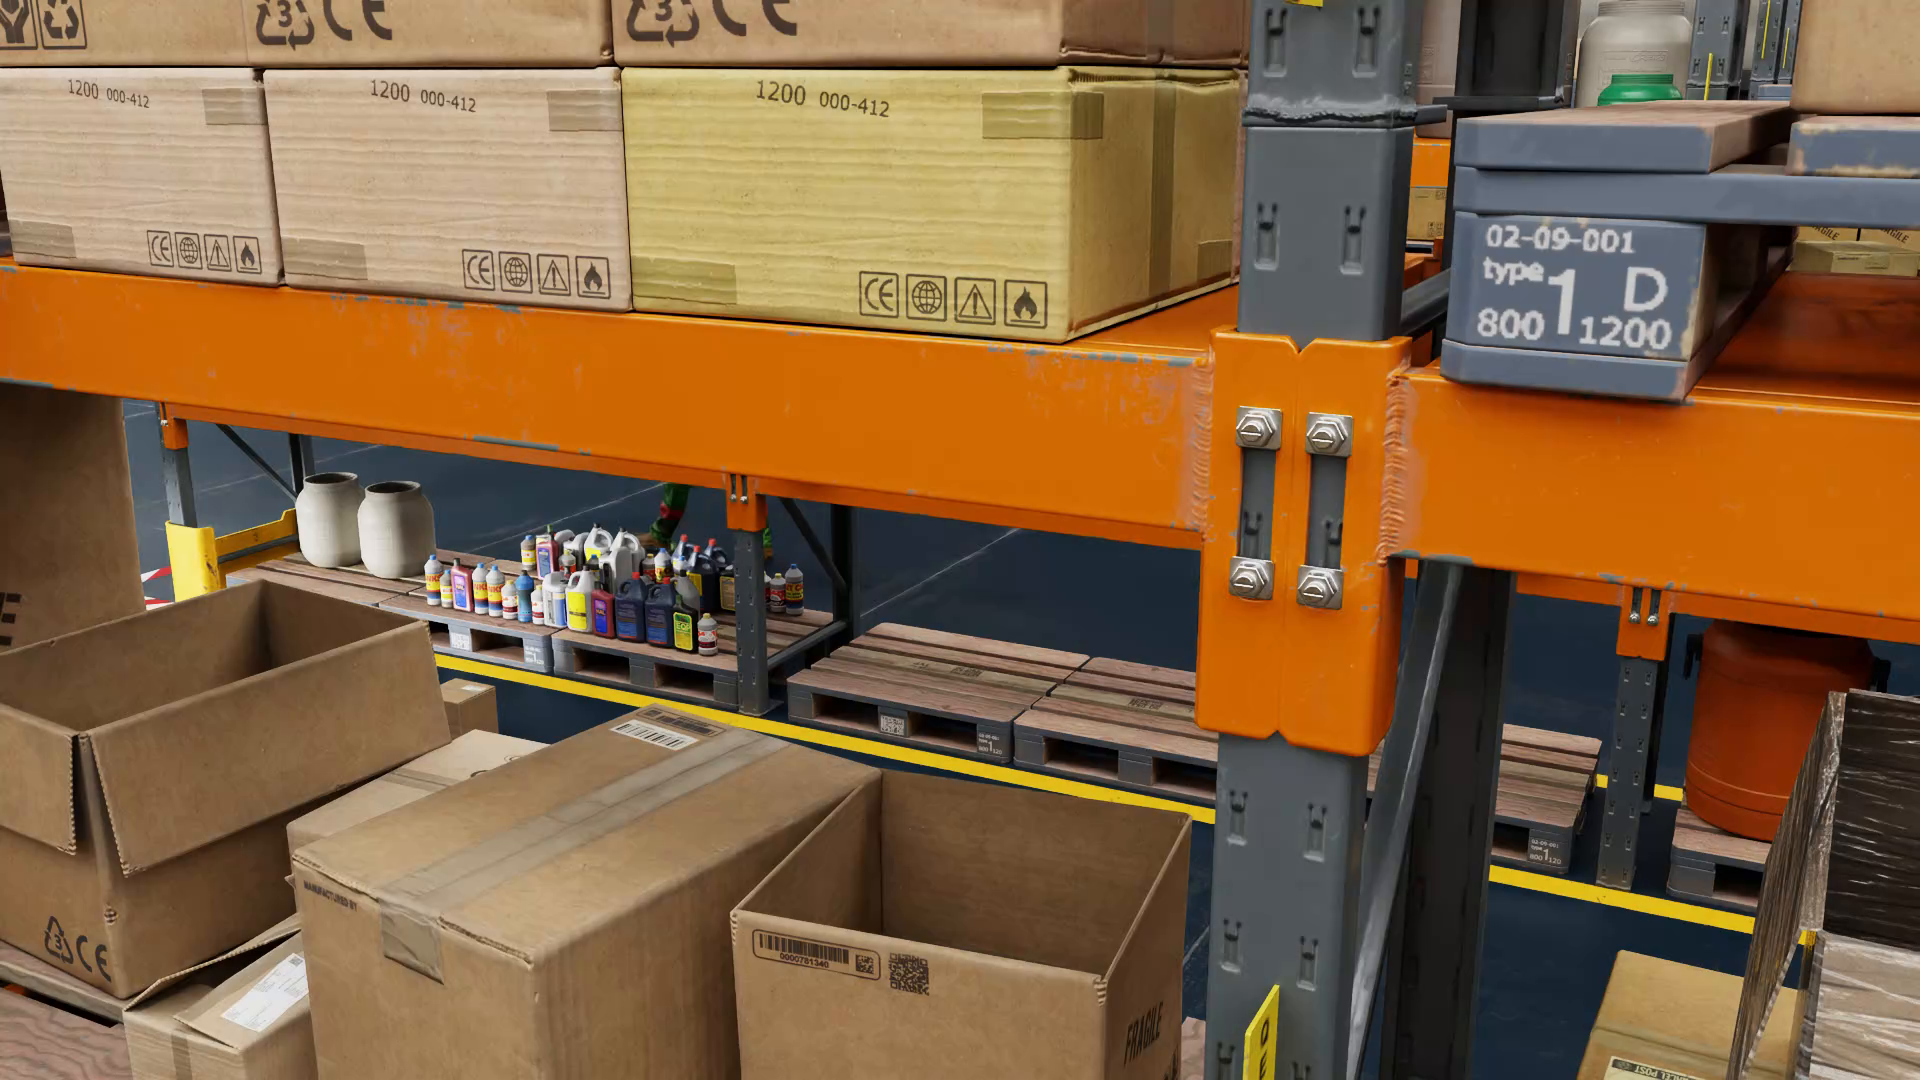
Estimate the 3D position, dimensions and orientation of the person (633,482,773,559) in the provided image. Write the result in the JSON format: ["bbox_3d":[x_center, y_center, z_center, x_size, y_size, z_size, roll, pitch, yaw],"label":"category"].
[{"bbox_3d":[-1.674,-0.757,10.667,1.069,1.724,0.559,10,18,32],"label":"person"}]
